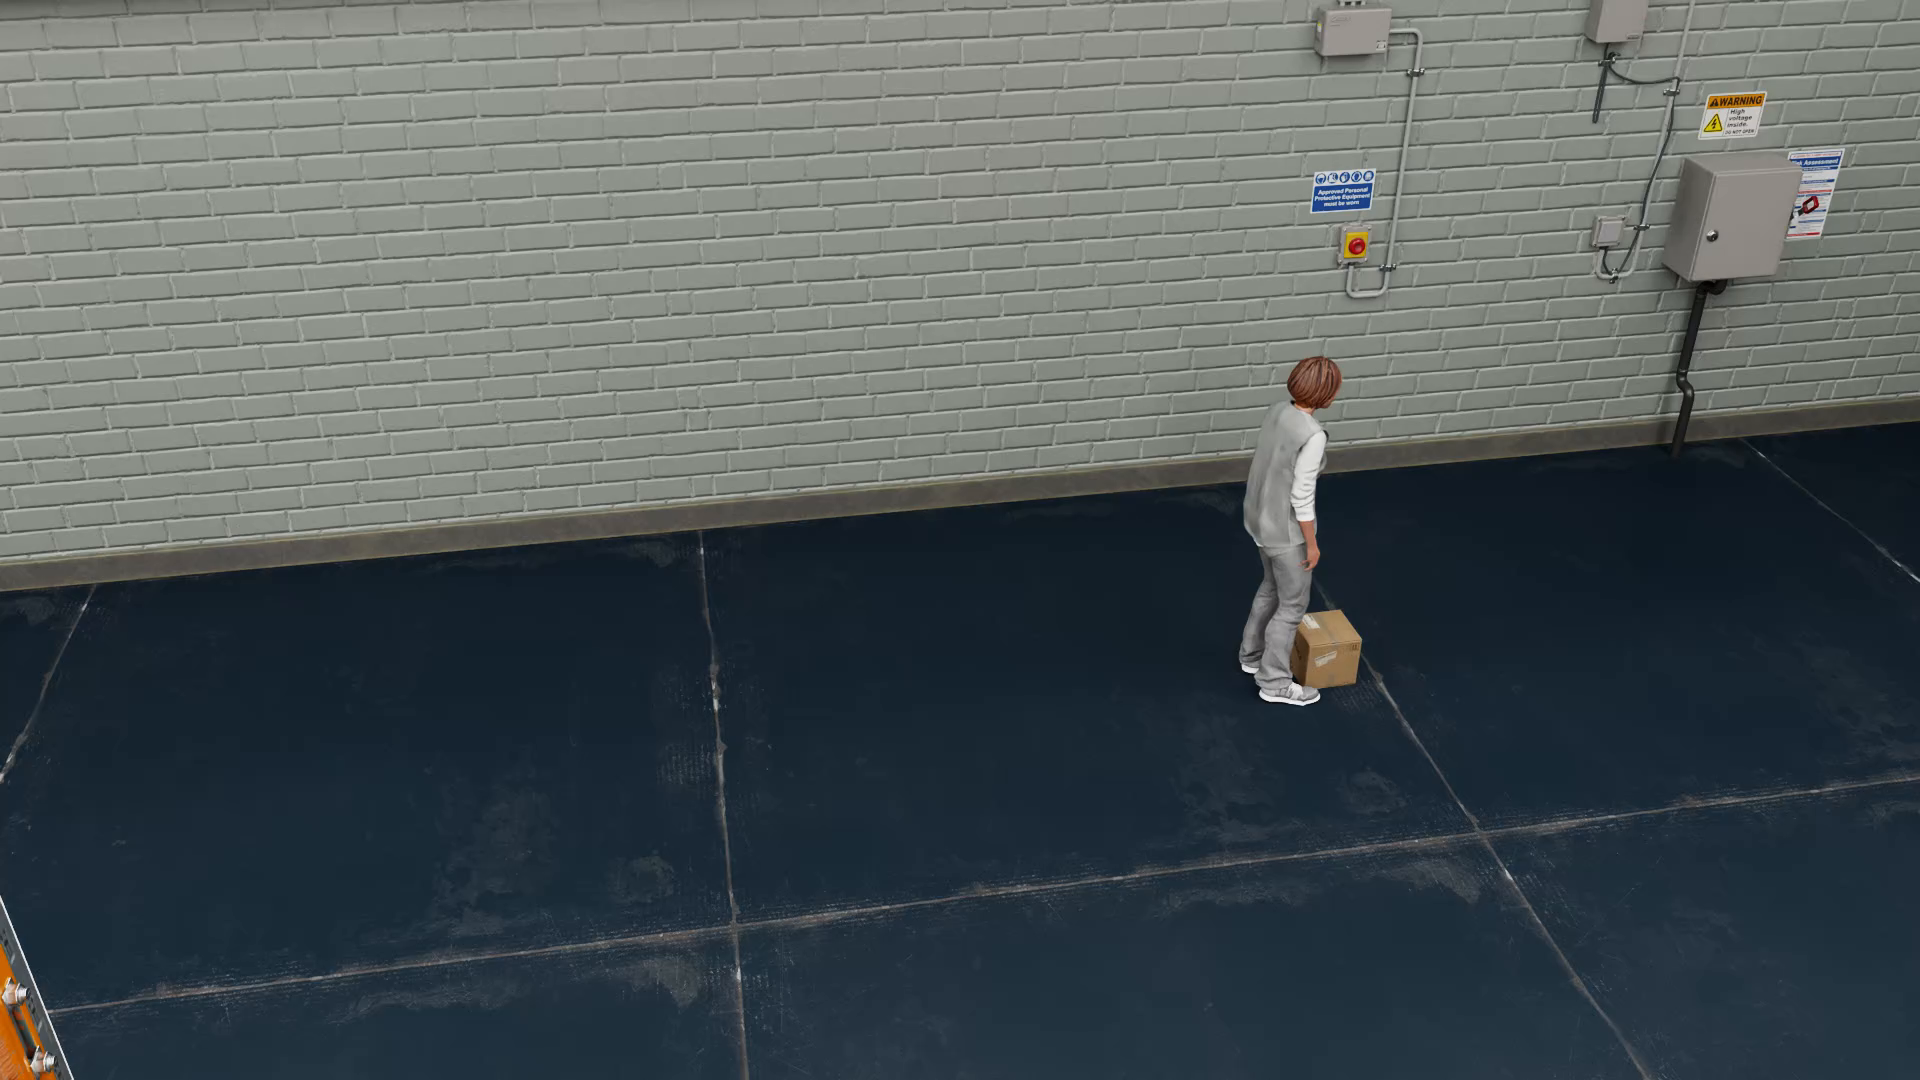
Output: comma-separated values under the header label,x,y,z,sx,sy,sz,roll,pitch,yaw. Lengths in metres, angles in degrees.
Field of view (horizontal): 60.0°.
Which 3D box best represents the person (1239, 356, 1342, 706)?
label,x,y,z,sx,sy,sz,roll,pitch,yaw
person,1.417,-0.047,7.221,0.347,1.592,0.484,-7,32,-12
